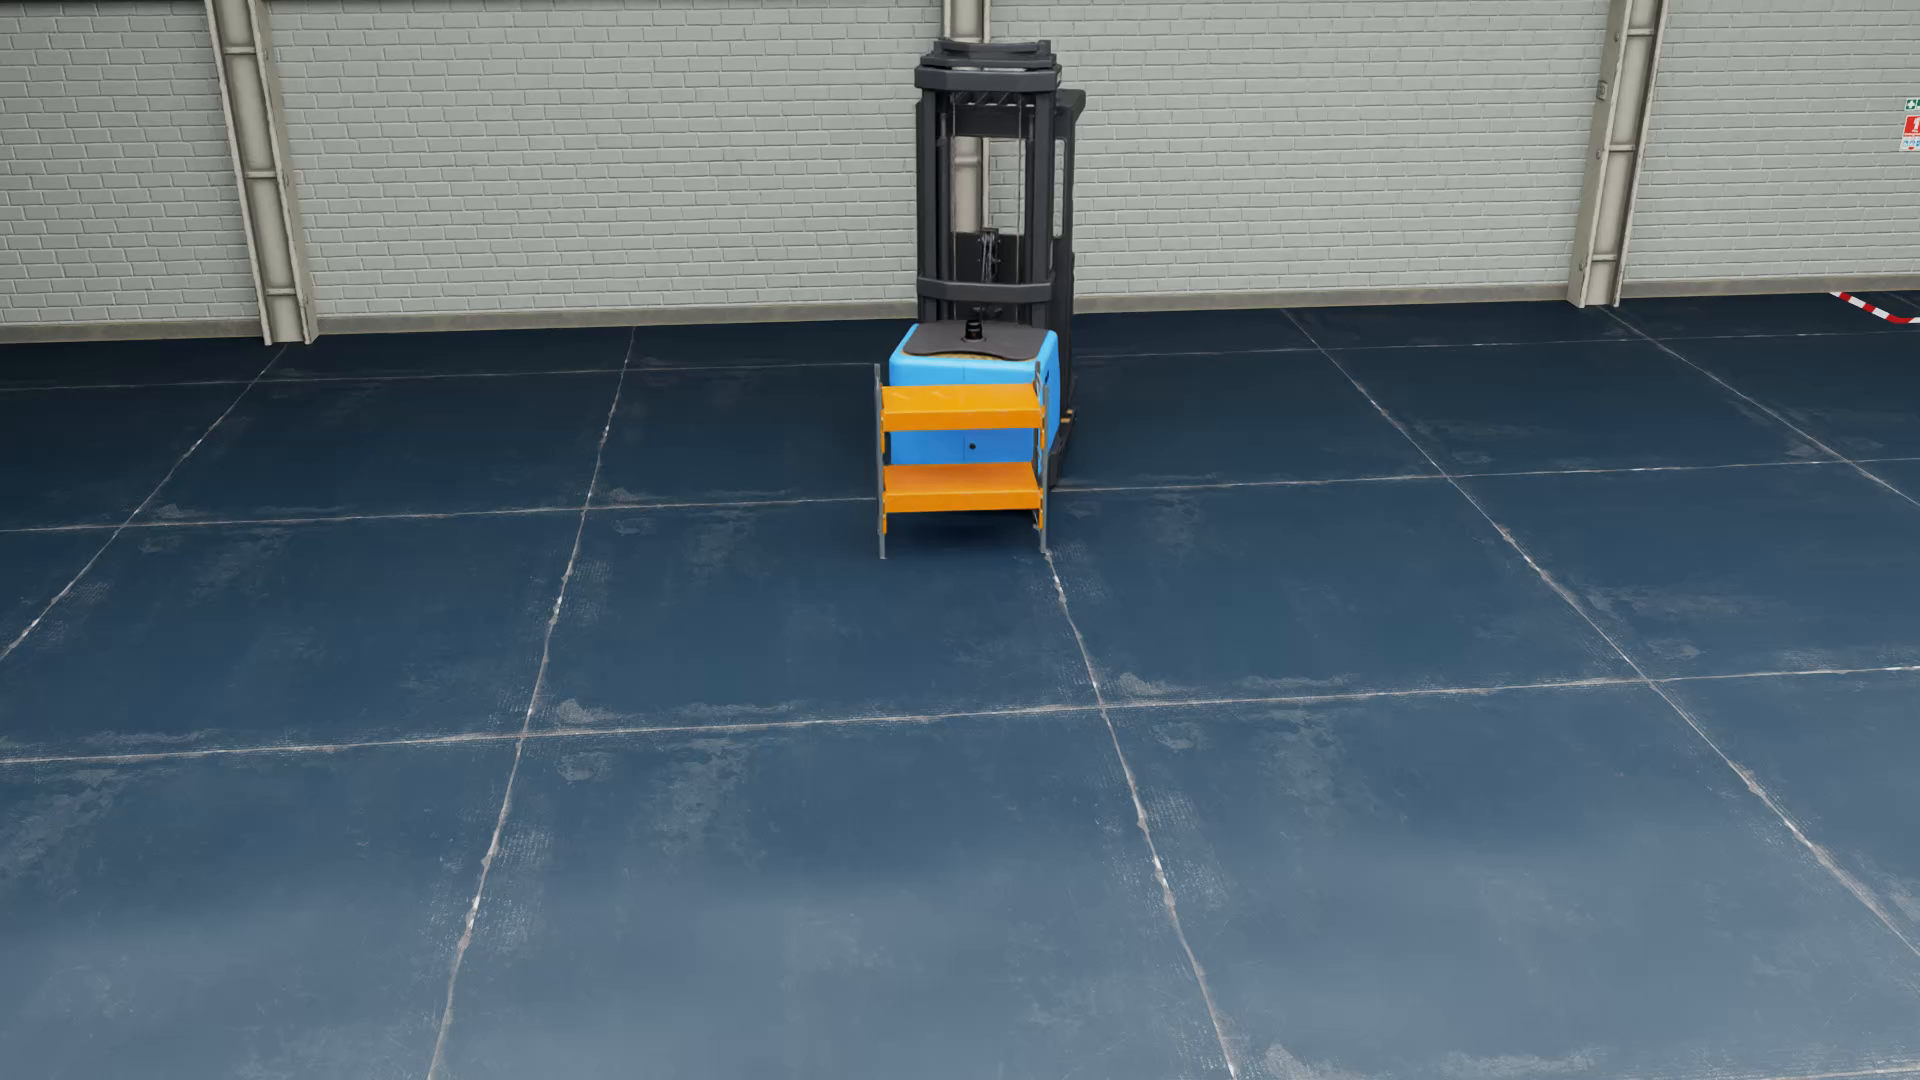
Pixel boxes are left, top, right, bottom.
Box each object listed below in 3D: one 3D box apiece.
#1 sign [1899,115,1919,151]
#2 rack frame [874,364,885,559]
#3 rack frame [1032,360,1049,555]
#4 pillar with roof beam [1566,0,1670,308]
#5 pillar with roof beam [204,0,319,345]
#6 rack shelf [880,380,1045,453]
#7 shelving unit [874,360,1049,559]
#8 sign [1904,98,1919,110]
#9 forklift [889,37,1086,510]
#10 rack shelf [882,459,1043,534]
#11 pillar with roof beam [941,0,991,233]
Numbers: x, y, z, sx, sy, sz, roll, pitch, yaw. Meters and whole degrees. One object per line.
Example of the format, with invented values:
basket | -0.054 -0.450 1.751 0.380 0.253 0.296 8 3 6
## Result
sign | 8.965 -3.823 15.615 0.234 0.329 0.001 -2 24 -5
rack frame | -0.506 -0.494 10.476 0.032 1.125 0.500 -2 24 -4
rack frame | 0.508 -0.523 10.541 0.032 1.125 0.500 -2 24 -4
pillar with roof beam | 6.441 -4.632 10.093 0.400 9.000 9.100 -2 24 -5
pillar with roof beam | -5.501 -4.153 9.015 0.400 9.000 9.100 -2 24 -5
rack shelf | 0.001 -0.776 10.389 1.000 0.278 0.538 -2 24 -4
shelving unit | 0.001 -0.508 10.508 1.048 1.125 0.538 -2 24 -4
sign | 8.970 -4.062 15.500 0.331 0.109 0.001 -2 24 -5
forklift | 0.283 -2.105 11.877 1.130 2.935 3.031 4 24 9
rack shelf | 0.001 -0.285 10.608 1.000 0.278 0.538 -2 24 -4
pillar with roof beam | 0.470 -4.393 9.554 0.400 9.000 9.100 -2 24 -5
